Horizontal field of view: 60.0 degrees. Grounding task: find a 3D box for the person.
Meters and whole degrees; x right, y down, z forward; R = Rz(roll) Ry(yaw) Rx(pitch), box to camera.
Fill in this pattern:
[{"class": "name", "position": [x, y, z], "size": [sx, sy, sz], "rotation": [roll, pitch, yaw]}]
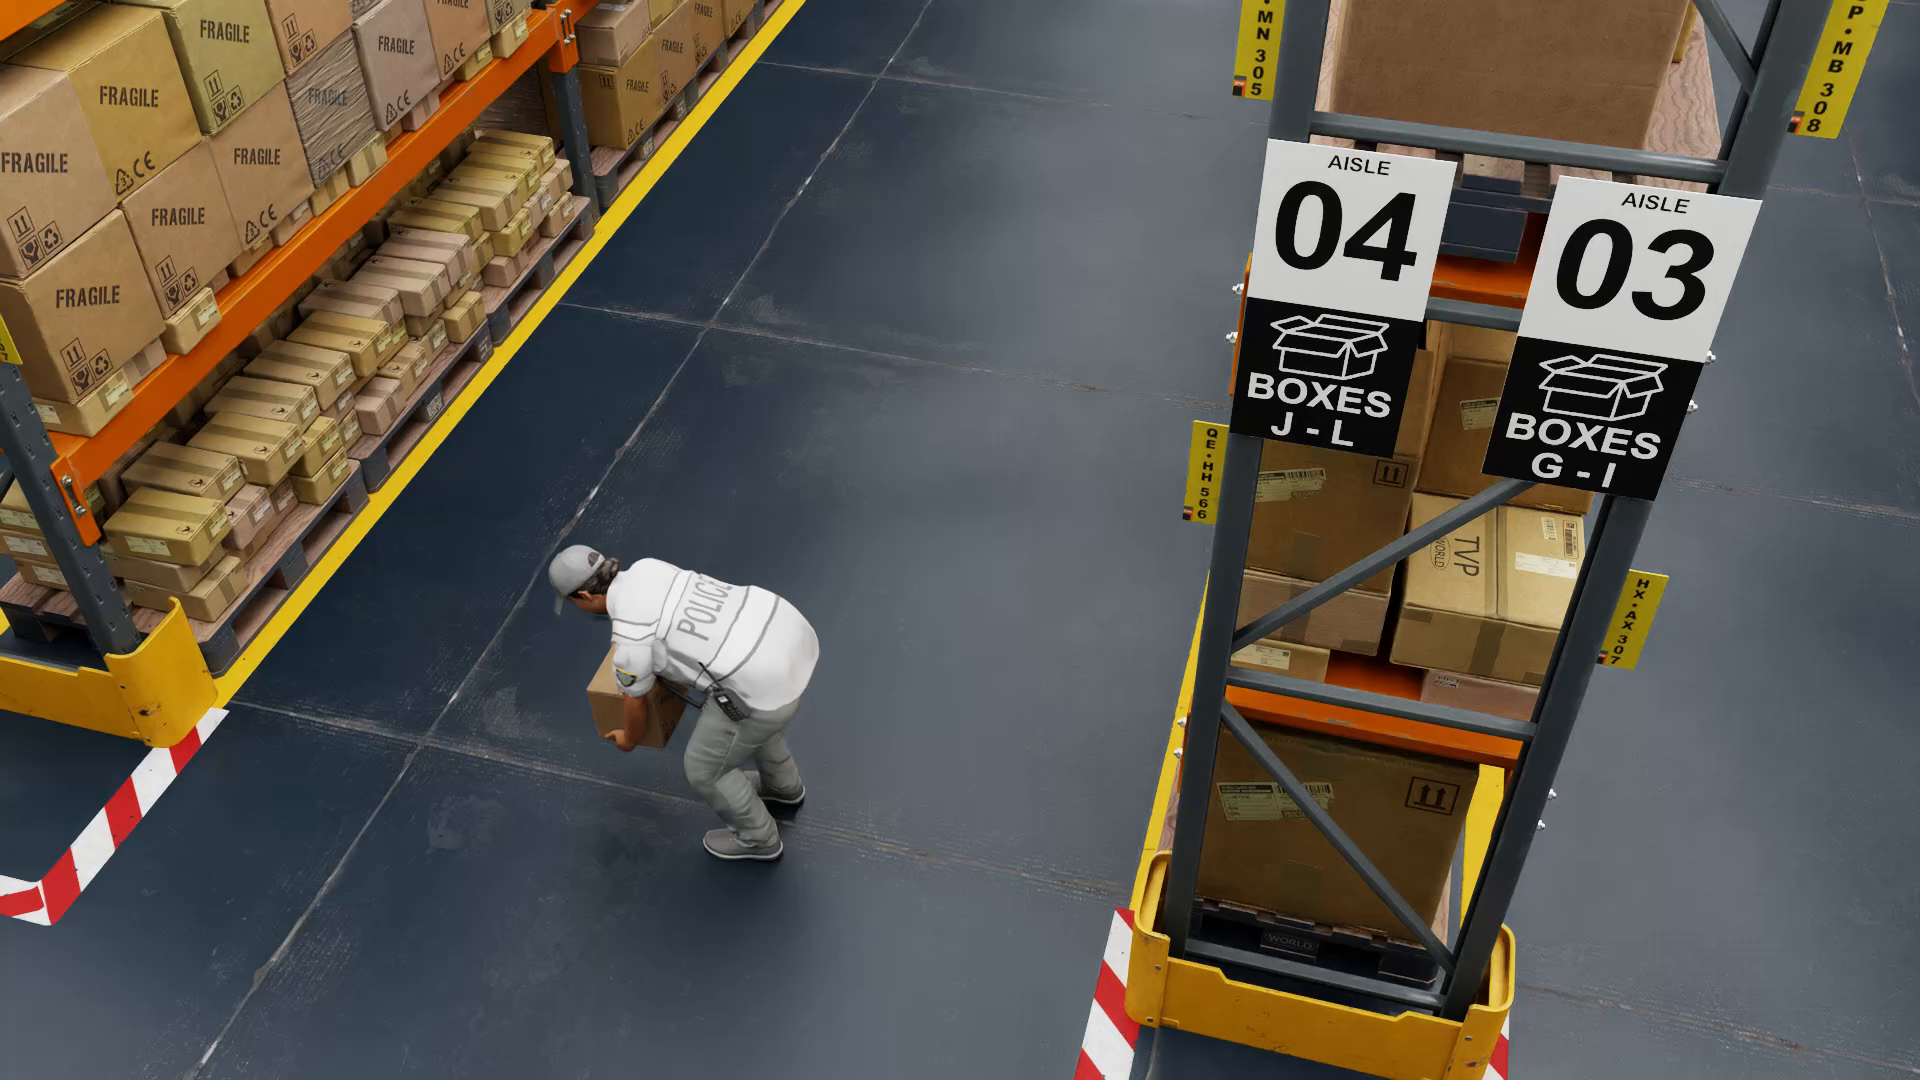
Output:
[{"class": "person", "position": [-0.943, 0.549, 5.844], "size": [0.870, 1.258, 0.474], "rotation": [9, 42, 10]}]
